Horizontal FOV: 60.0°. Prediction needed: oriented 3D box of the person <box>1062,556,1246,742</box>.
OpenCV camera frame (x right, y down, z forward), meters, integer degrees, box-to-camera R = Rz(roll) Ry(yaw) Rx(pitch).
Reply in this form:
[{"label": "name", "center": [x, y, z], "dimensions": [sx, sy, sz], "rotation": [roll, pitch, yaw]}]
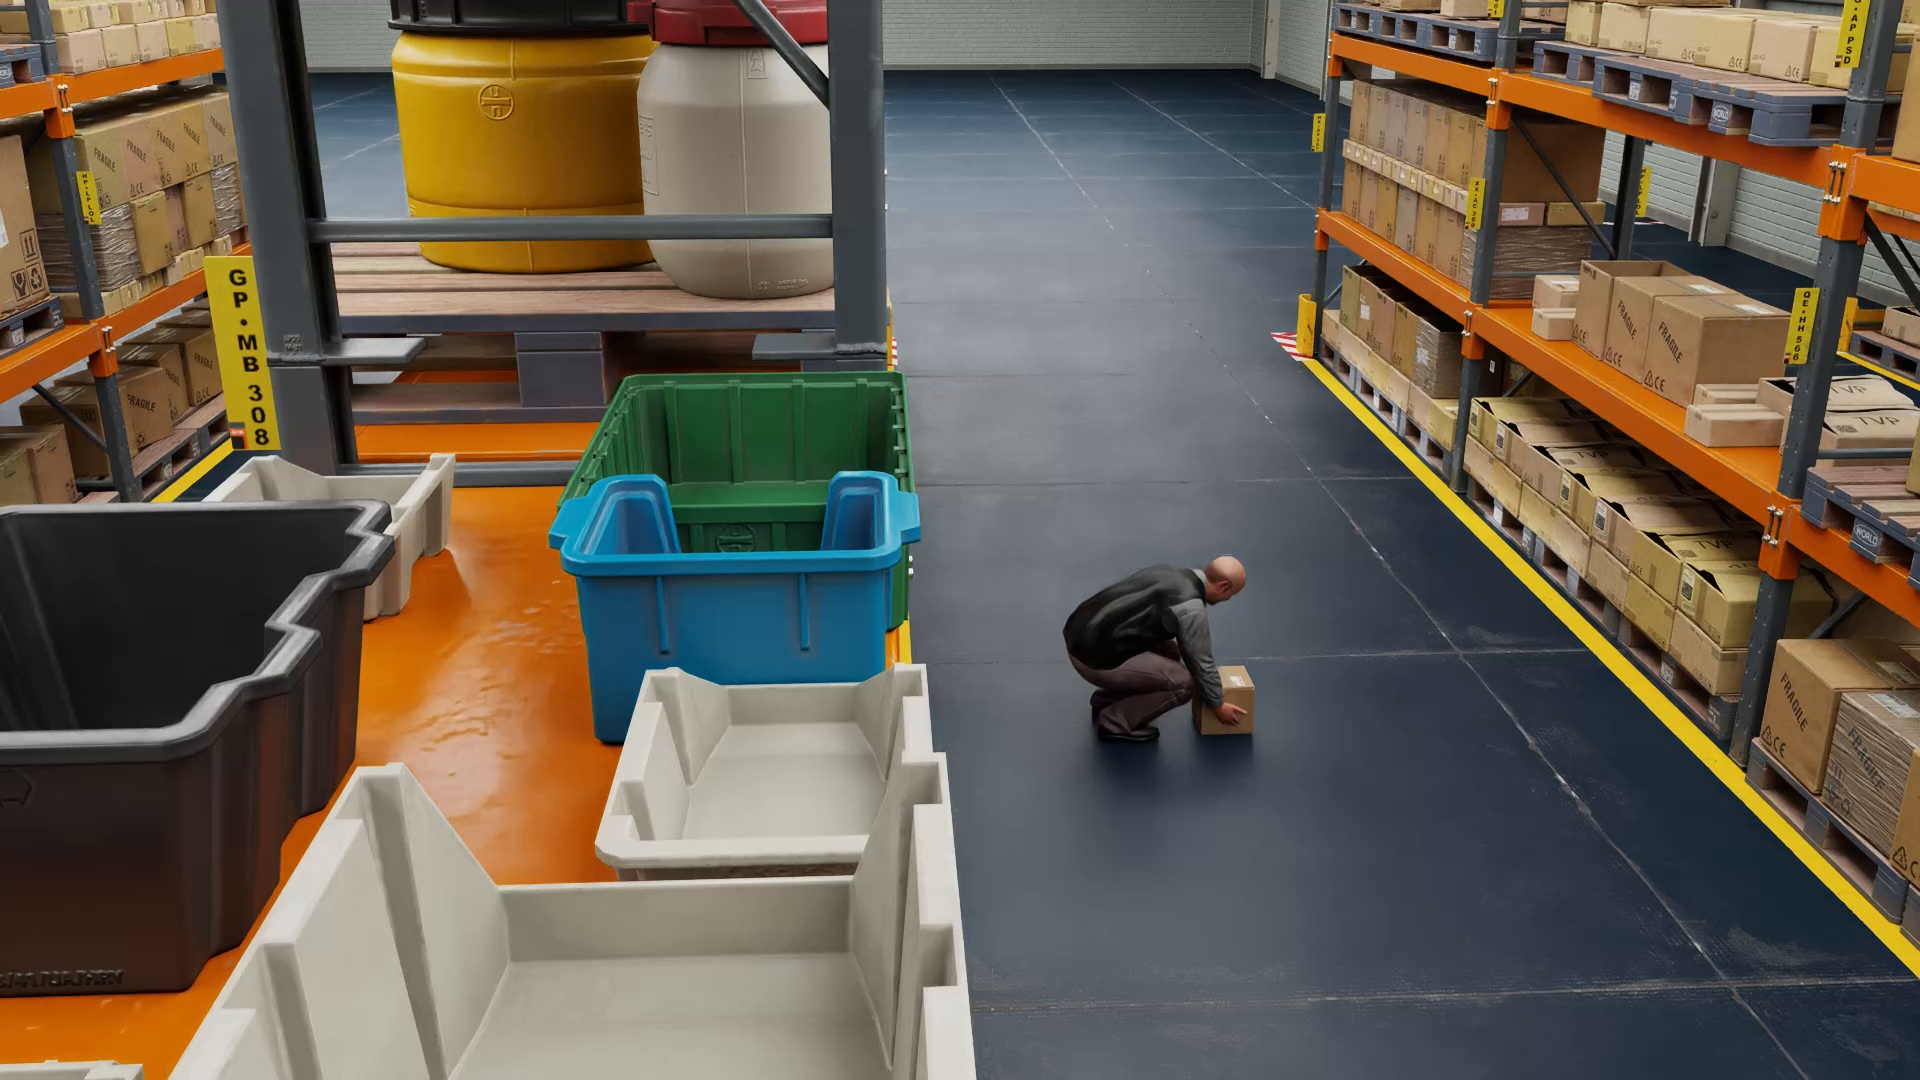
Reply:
[{"label": "person", "center": [0.936, 0.506, 8.008], "dimensions": [0.873, 0.851, 0.532], "rotation": [-1, 20, -3]}]
